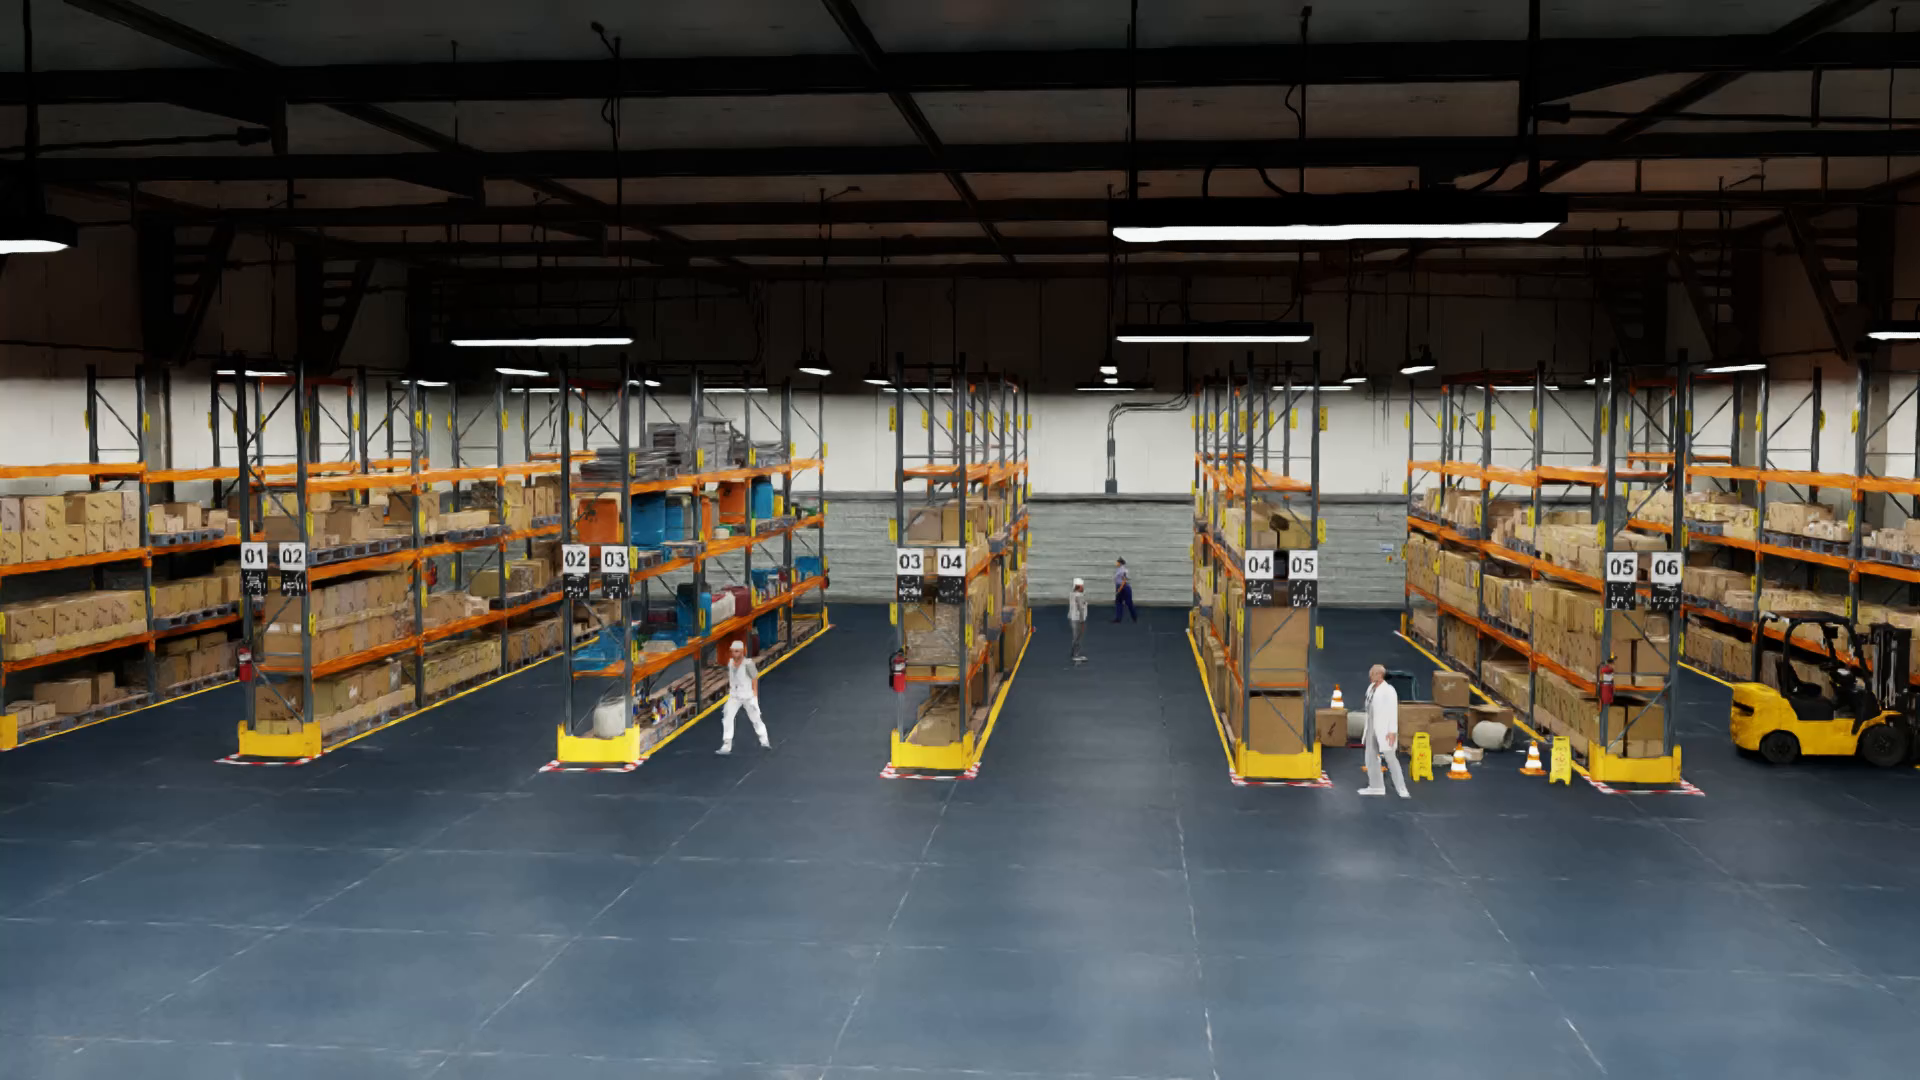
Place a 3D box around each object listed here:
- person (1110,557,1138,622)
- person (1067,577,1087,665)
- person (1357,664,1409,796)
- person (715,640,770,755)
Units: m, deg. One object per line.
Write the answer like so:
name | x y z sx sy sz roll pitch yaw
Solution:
person | 4.105 1.238 41.530 0.680 1.631 0.518 -2 4 -22
person | 2.470 1.661 34.315 0.463 1.782 0.591 -1 4 -16
person | 5.680 2.594 22.277 0.593 1.668 0.692 -2 4 -24
person | -3.274 2.361 25.111 0.596 1.734 0.987 2 5 26
